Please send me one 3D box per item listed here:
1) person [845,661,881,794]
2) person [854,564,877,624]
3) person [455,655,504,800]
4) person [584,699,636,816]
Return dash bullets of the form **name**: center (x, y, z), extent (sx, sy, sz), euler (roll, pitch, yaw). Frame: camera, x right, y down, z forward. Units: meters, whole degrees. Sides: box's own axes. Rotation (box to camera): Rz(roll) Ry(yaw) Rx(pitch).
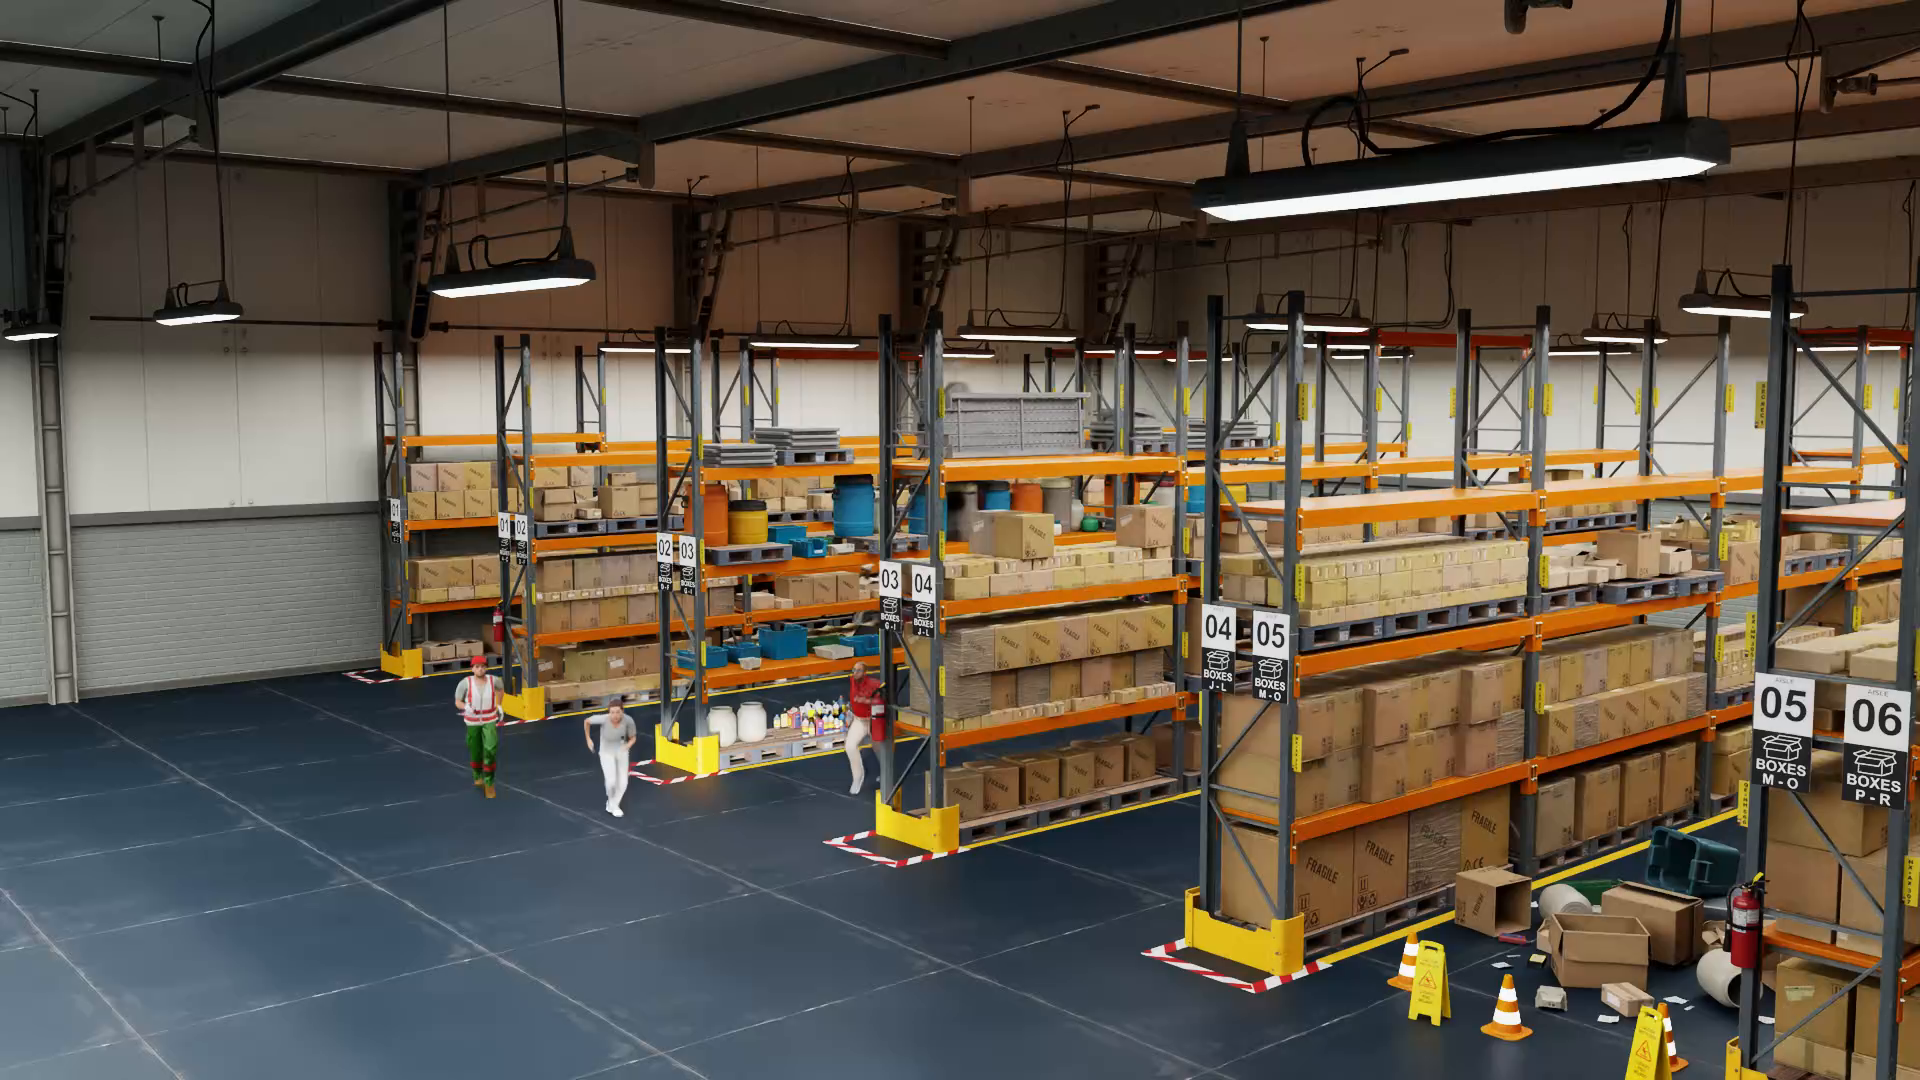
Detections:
- **person**: center (-1.168, 2.390, 21.406), extent (0.650, 1.737, 0.929), euler (2, 6, 24)
- **person**: center (-1.858, 1.319, 32.805), extent (0.791, 1.733, 0.714), euler (-5, 7, -44)
- **person**: center (-6.095, 2.349, 21.119), extent (0.588, 1.816, 0.835), euler (-1, 5, -14)
- **person**: center (-4.178, 2.609, 19.900), extent (0.590, 1.504, 0.821), euler (-2, 5, -18)
